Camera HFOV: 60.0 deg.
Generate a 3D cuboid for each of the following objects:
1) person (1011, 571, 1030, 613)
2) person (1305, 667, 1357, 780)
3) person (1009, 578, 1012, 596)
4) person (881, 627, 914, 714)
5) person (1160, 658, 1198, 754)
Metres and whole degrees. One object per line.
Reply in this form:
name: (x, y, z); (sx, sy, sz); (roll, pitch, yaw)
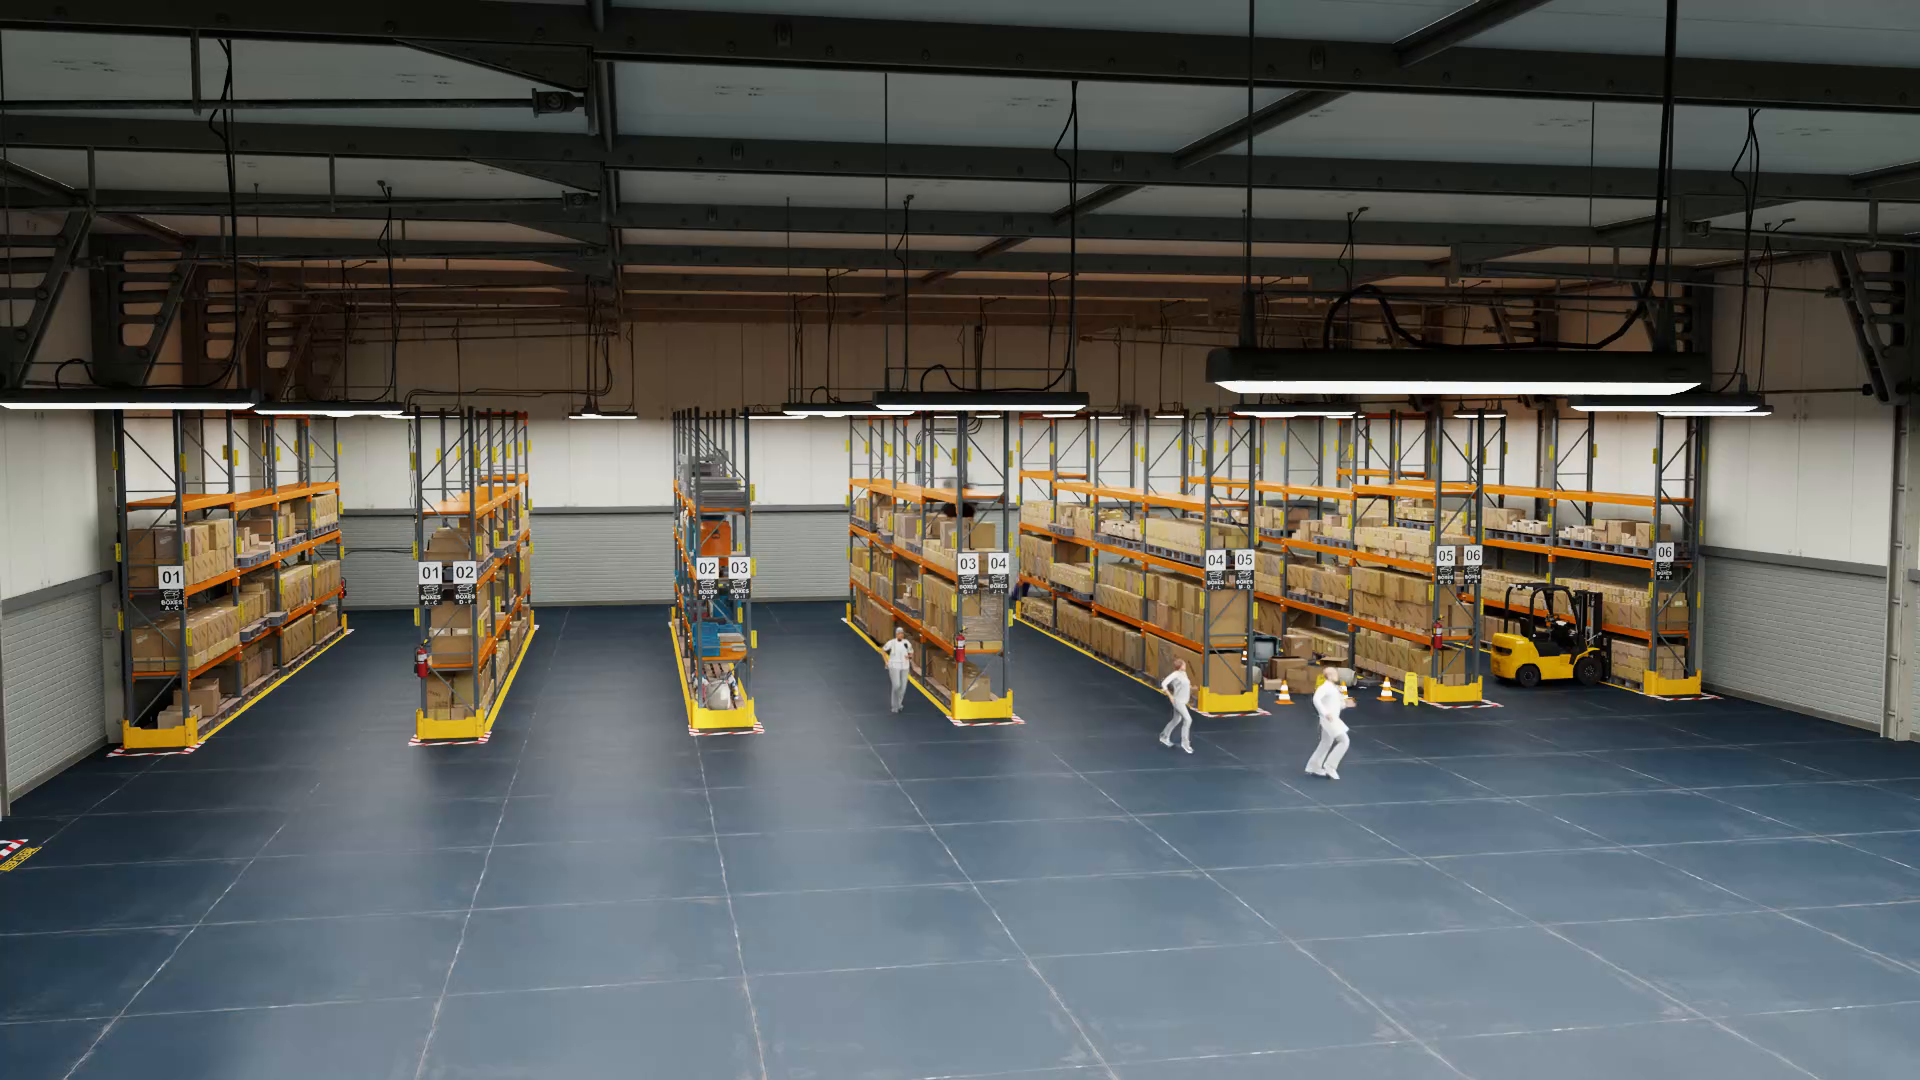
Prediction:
person: (1.863, 1.401, 49.682); (0.621, 1.640, 0.638); (-2, 5, -32)
person: (5.964, 2.949, 26.719); (0.797, 1.813, 0.679); (1, 4, 12)
person: (1.113, 1.594, 45.547); (0.671, 1.815, 0.904); (-1, 4, -10)
person: (-1.201, 2.572, 32.782); (0.576, 1.716, 0.707); (-2, 4, -21)
person: (3.798, 2.875, 28.900); (0.728, 1.616, 0.510); (2, 5, 27)
